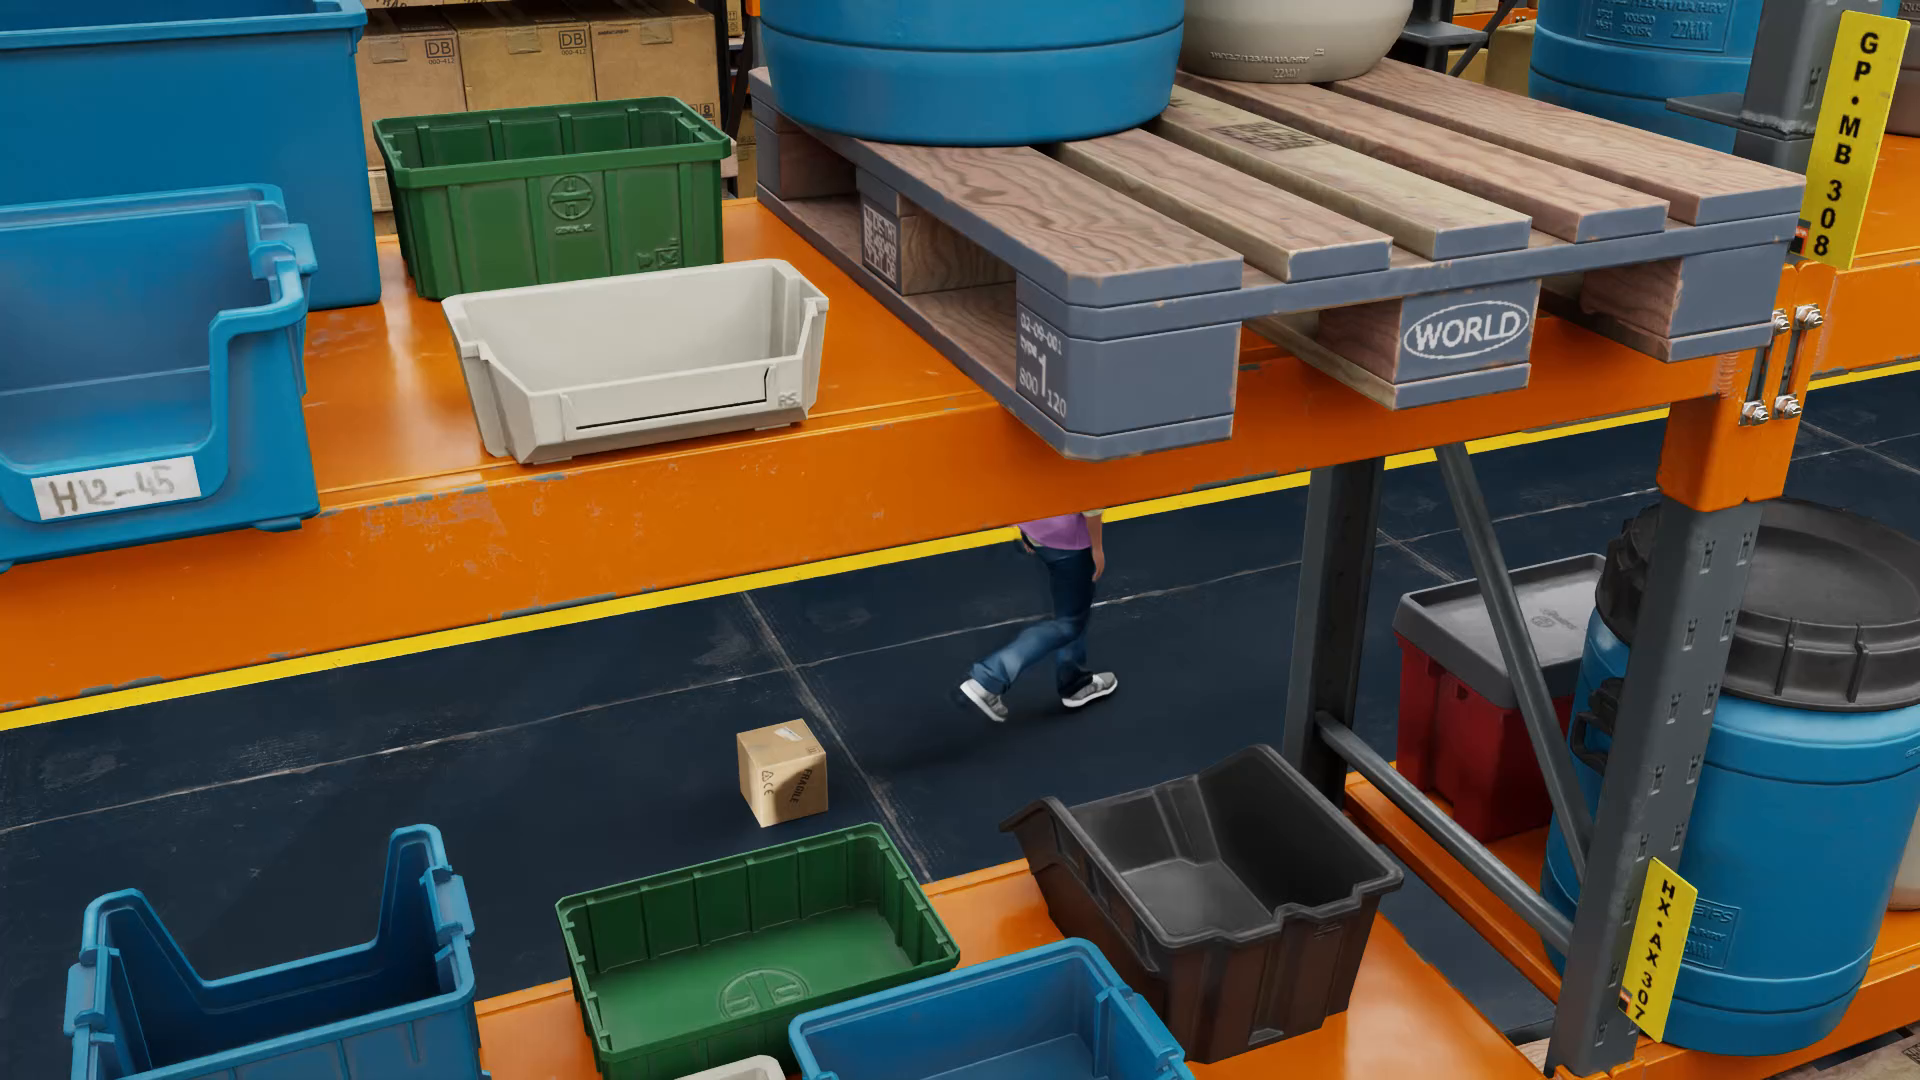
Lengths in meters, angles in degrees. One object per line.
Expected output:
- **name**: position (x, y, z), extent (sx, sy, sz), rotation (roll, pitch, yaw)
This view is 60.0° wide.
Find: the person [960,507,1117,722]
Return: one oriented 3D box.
- **person**: position (0.320, -0.005, 6.127), extent (0.770, 1.554, 0.426), rotation (-14, 30, -26)
